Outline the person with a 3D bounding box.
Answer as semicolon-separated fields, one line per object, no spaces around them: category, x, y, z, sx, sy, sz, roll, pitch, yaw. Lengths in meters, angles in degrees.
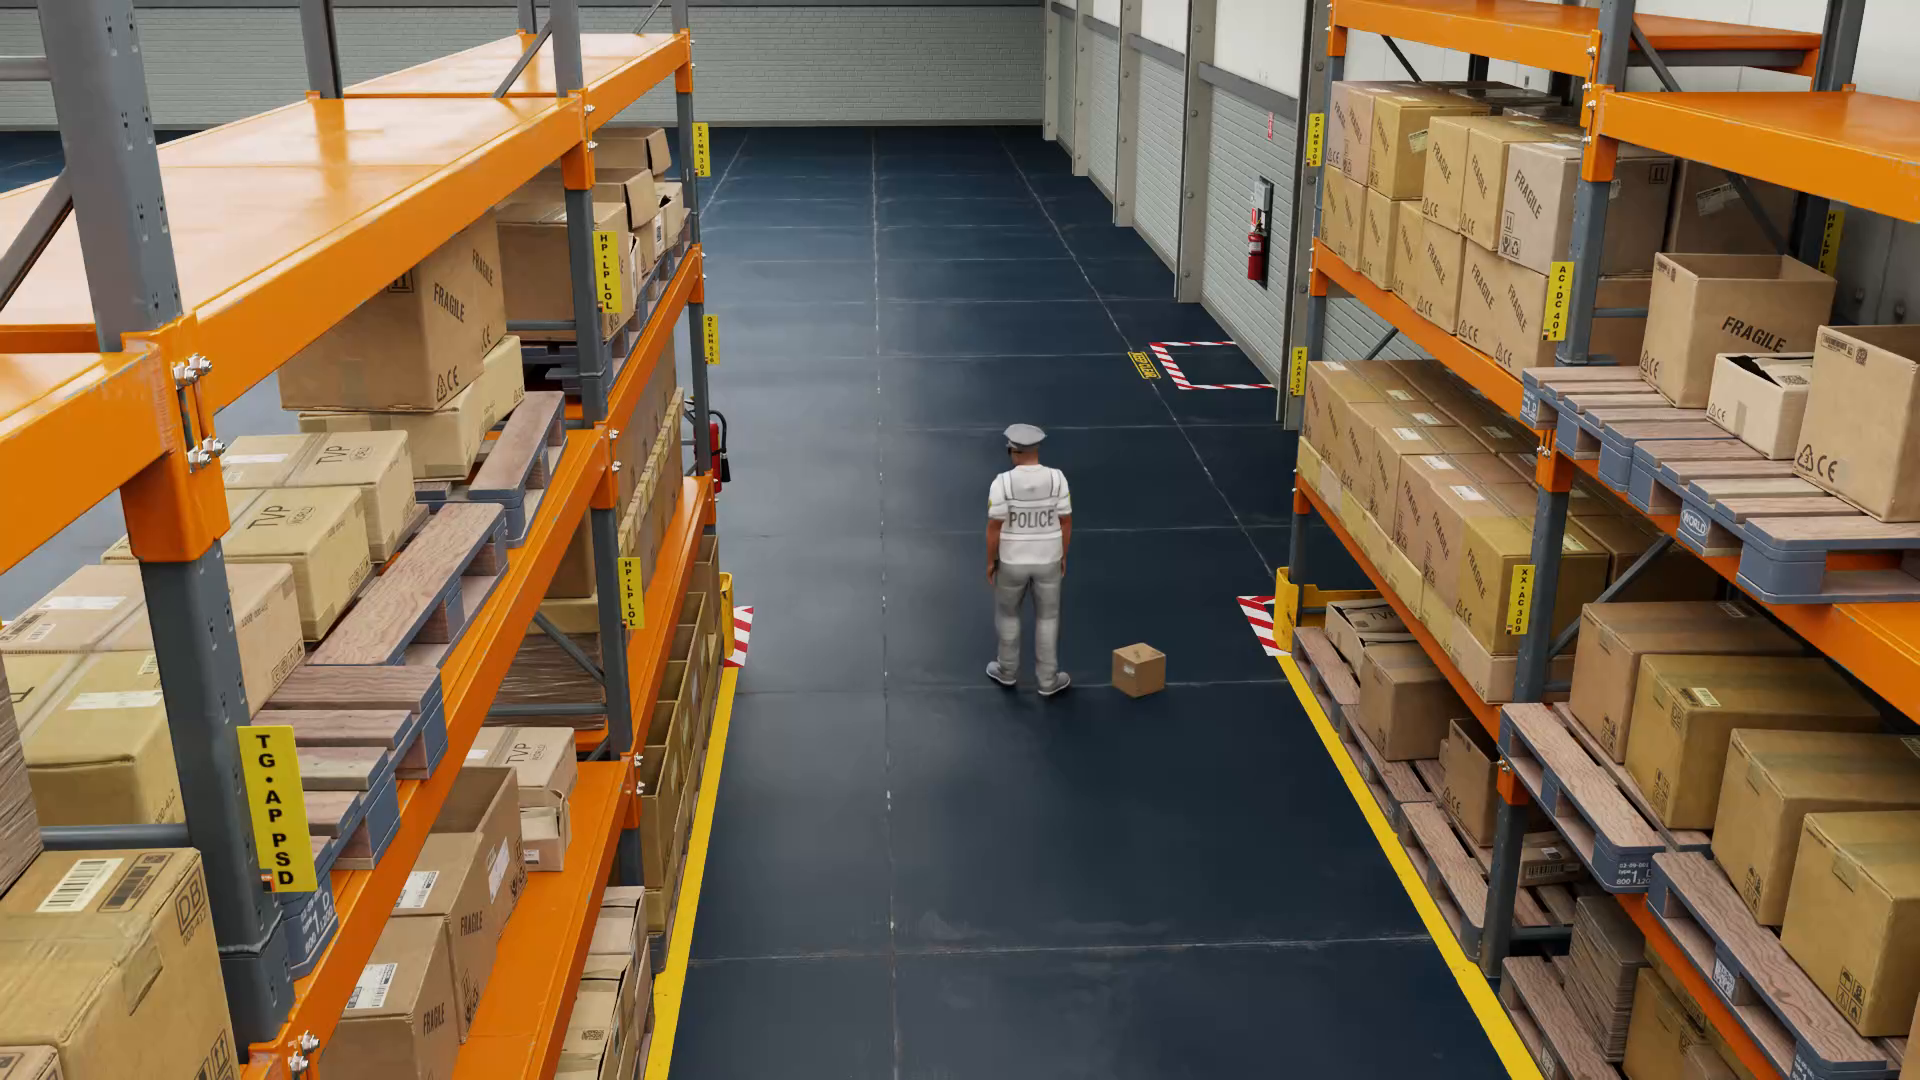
person;0.440;0.127;10.691;0.562;1.755;0.538;-2;20;-4
